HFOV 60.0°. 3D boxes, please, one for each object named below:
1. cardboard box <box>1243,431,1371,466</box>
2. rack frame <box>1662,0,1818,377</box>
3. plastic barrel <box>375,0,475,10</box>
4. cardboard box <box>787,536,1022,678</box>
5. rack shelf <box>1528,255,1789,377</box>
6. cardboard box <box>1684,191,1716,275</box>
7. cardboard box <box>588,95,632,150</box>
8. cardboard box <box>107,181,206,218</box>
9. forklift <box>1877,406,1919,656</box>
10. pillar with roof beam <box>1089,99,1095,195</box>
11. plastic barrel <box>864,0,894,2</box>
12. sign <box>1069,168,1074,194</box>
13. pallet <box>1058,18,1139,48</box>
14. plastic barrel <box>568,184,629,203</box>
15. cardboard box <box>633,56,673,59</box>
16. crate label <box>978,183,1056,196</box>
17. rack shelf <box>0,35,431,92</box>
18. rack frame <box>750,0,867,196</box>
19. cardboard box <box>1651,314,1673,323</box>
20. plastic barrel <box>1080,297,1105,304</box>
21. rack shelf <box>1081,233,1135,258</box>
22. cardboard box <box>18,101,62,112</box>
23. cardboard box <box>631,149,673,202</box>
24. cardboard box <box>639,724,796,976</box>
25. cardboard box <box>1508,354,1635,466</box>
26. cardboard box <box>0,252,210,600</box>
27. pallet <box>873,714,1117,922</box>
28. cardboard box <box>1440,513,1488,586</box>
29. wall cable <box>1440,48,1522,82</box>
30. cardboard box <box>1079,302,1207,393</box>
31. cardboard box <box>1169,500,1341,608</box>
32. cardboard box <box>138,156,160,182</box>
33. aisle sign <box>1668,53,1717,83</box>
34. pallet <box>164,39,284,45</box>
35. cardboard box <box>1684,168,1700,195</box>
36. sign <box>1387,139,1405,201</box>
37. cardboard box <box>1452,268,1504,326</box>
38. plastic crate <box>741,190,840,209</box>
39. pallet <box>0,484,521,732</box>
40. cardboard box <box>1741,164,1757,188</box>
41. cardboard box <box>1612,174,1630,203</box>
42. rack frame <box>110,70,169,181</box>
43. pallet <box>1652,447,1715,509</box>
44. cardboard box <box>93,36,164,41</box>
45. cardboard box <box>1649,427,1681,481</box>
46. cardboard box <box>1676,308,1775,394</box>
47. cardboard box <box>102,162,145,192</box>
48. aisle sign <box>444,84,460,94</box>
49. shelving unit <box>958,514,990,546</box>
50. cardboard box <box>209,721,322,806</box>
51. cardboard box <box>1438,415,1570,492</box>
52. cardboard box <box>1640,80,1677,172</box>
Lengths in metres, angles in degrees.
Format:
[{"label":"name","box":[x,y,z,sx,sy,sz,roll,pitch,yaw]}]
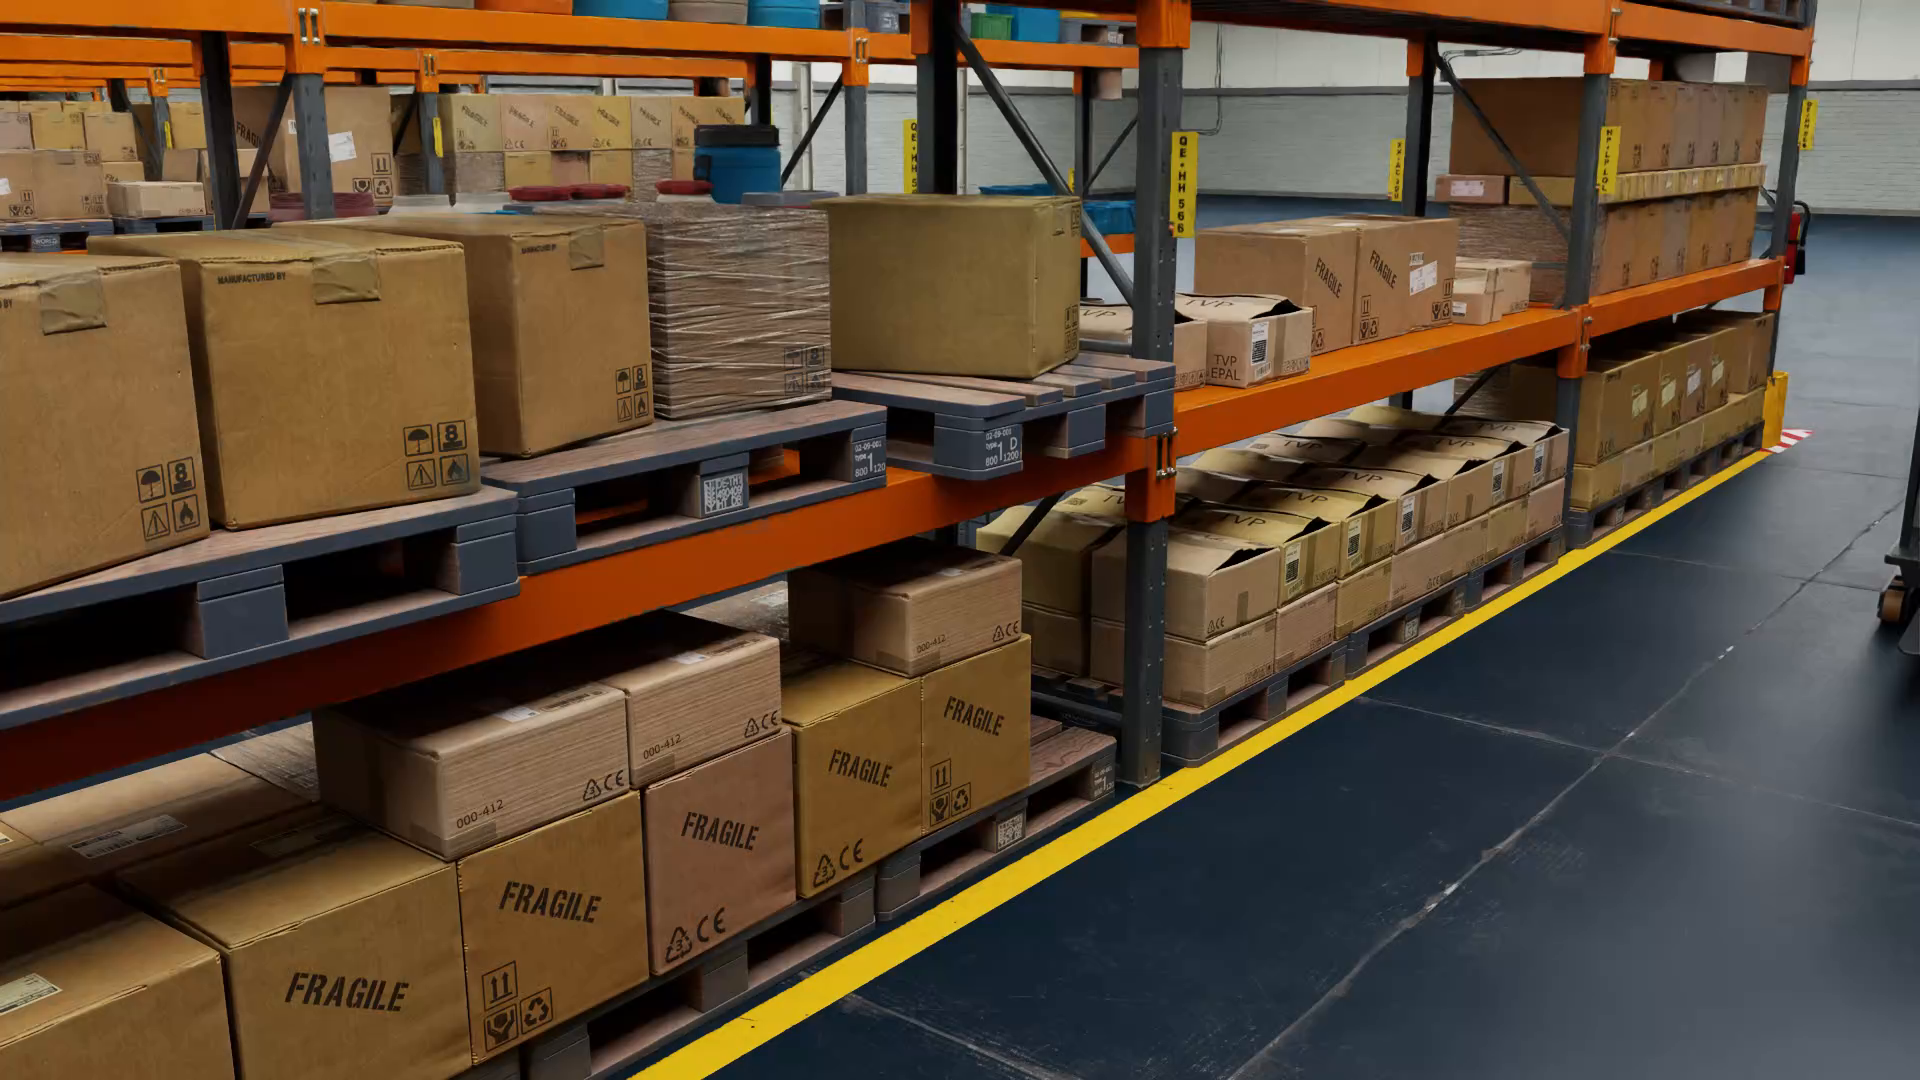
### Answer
[{"label":"cardboard box","box":[1.691,-0.352,8.009,0.500,0.311,0.500,11,18,36]},{"label":"rack frame","box":[5.302,-2.210,11.731,1.000,3.000,0.127,11,18,38]},{"label":"plastic barrel","box":[-2.892,-3.266,8.776,0.600,0.901,0.600,0,14,0]},{"label":"cardboard box","box":[-0.164,0.184,4.969,0.500,0.250,0.500,12,19,40]},{"label":"rack shelf","box":[4.045,-1.479,10.312,1.077,0.370,4.000,11,18,38]},{"label":"cardboard box","box":[4.356,-1.976,10.605,0.700,0.500,0.500,11,18,38]},{"label":"cardboard box","box":[-3.501,-3.991,15.904,0.500,0.500,0.500,11,18,38]},{"label":"cardboard box","box":[-6.197,-2.628,12.828,0.500,0.250,0.500,11,18,36]},{"label":"forklift","box":[4.835,-1.022,7.193,1.130,2.935,3.031,10,17,34]},{"label":"pillar with roof beam","box":[7.093,-14.038,46.105,9.100,9.000,0.400,11,18,38]},{"label":"plastic barrel","box":[-0.639,-3.975,11.506,0.421,0.512,0.421,0,14,0]},{"label":"sign","box":[1.026,-3.198,15.056,0.100,0.325,0.005,11,18,38]},{"label":"pallet","box":[0.855,-4.197,13.841,1.003,0.211,1.213,11,18,38]},{"label":"plastic barrel","box":[-2.296,-1.988,10.579,0.433,0.535,0.433,0,14,0]},{"label":"cardboard box","box":[-3.147,-4.801,16.140,0.500,0.250,0.500,12,18,39]},{"label":"crate label","box":[0.505,-2.600,13.195,0.502,0.435,0.616,11,18,38]},{"label":"rack shelf","box":[-6.172,-3.700,12.965,1.077,0.370,4.000,11,18,38]},{"label":"rack frame","box":[-1.063,-2.211,11.736,1.000,3.000,0.127,11,18,38]},{"label":"cardboard box","box":[4.479,-1.280,11.279,0.500,0.500,0.500,11,18,38]},{"label":"plastic barrel","box":[1.097,-1.837,14.463,0.421,0.512,0.421,0,14,0]},{"label":"rack shelf","box":[0.194,-2.246,13.332,1.077,0.370,4.000,11,18,38]},{"label":"cardboard box","box":[-11.840,-5.334,21.189,0.700,0.500,0.500,11,18,38]},{"label":"cardboard box","box":[-3.337,-3.632,16.521,0.875,0.500,0.500,11,18,38]},{"label":"cardboard box","box":[-0.782,0.736,4.317,0.500,0.500,0.500,10,18,35]},{"label":"cardboard box","box":[3.323,-0.719,9.069,0.500,0.500,0.500,11,18,38]},{"label":"cardboard box","box":[-1.769,-0.220,2.842,0.700,0.500,0.500,5,15,19]},{"label":"pallet","box":[-0.225,0.810,5.504,1.003,0.211,1.213,11,18,38]},{"label":"cardboard box","box":[2.112,0.004,7.747,0.500,0.250,0.500,12,18,39]},{"label":"wall cable","box":[13.999,-15.240,43.929,2.305,6.003,0.169,11,18,38]},{"label":"cardboard box","box":[0.536,-0.698,5.959,0.500,0.311,0.500,13,19,41]},{"label":"cardboard box","box":[1.155,0.022,6.535,0.500,0.311,0.500,11,18,36]},{"label":"cardboard box","box":[-8.487,-3.910,18.118,0.875,0.550,0.550,11,18,38]},{"label":"aisle sign","box":[5.105,-3.530,11.647,0.394,0.787,0.004,11,18,38]},{"label":"pallet","box":[-6.035,-4.040,13.223,1.213,0.211,1.003,11,18,38]},{"label":"cardboard box","box":[4.237,-2.173,10.064,0.380,0.149,0.250,11,18,37]},{"label":"sign","box":[2.355,-1.988,8.936,0.100,0.325,0.005,11,18,38]},{"label":"cardboard box","box":[2.378,-1.182,7.958,0.396,0.266,0.258,11,18,36]},{"label":"plastic crate","box":[-1.129,-2.102,11.177,0.402,0.464,0.583,11,18,38]},{"label":"pallet","box":[-1.653,0.045,3.245,1.003,0.211,1.213,11,18,38]},{"label":"cardboard box","box":[5.046,-2.420,11.037,0.380,0.149,0.250,12,18,39]},{"label":"cardboard box","box":[3.426,-1.926,9.093,0.380,0.149,0.250,11,18,36]},{"label":"rack frame","box":[-8.709,-3.765,17.851,1.000,3.000,0.127,11,18,38]},{"label":"pallet","box":[4.087,-0.473,10.557,1.003,0.211,1.213,11,18,38]},{"label":"cardboard box","box":[-6.297,-3.842,12.366,0.500,0.250,0.500,12,18,39]},{"label":"cardboard box","box":[3.952,-0.547,9.915,0.500,0.250,0.500,11,18,38]},{"label":"cardboard box","box":[5.196,-1.296,11.340,0.500,0.500,0.500,11,18,38]},{"label":"cardboard box","box":[-8.829,-3.672,17.282,0.500,0.500,0.500,11,18,37]},{"label":"aisle sign","box":[-6.384,-5.851,20.782,0.394,0.787,0.004,11,18,38]},{"label":"shelving unit","box":[0.009,-0.584,8.986,0.258,1.200,0.189,11,18,38]},{"label":"cardboard box","box":[-1.520,0.758,4.231,0.500,0.500,0.500,12,18,38]},{"label":"cardboard box","box":[2.756,-0.465,8.454,0.500,0.311,0.500,11,18,38]},{"label":"cardboard box","box":[3.694,-2.400,9.641,0.700,0.500,0.500,11,18,38]}]
